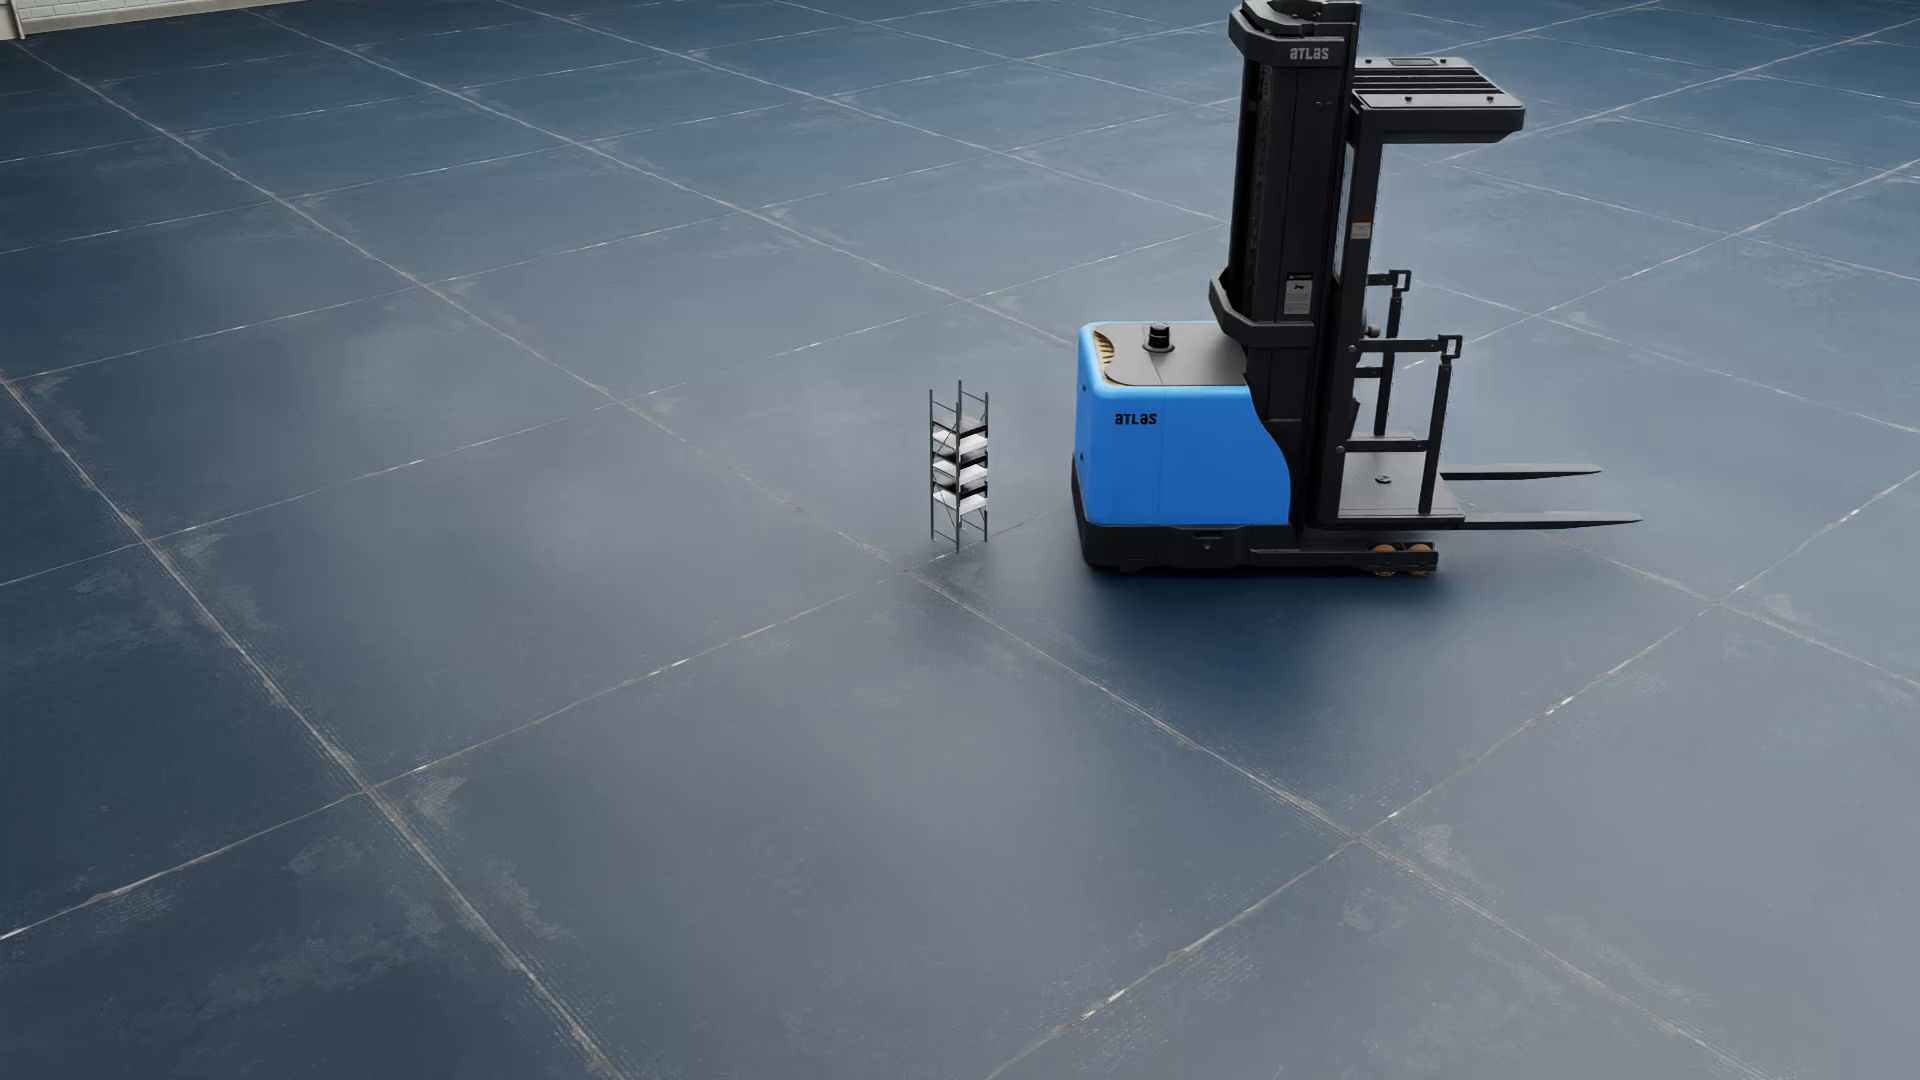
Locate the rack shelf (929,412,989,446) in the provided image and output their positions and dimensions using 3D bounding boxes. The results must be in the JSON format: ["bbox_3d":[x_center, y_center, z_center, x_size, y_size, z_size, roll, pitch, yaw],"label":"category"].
[{"bbox_3d":[-0.006,-0.603,8.922,0.200,0.077,0.258,-22,35,-35],"label":"rack shelf"}]

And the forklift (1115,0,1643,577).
[{"bbox_3d":[2.217,-1.320,8.679,2.937,2.867,1.118,-1,28,-1],"label":"forklift"}]

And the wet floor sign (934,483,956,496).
[{"bbox_3d":[-5.787,-1.460,11.297,9.326,0.644,8.976,-10,30,-18],"label":"wet floor sign"}]

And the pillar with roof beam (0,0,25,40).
[{"bbox_3d":[-9.389,-8.824,16.214,0.400,9.000,9.100,-22,35,-35],"label":"pillar with roof beam"}]

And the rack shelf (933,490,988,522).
[{"bbox_3d":[-0.006,-0.206,9.134,0.200,0.077,0.258,-22,35,-35],"label":"rack shelf"}]

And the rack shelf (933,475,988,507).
[{"bbox_3d":[-0.006,-0.286,9.091,0.200,0.077,0.258,-22,35,-35],"label":"rack shelf"}]

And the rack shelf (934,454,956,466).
[{"bbox_3d":[-0.006,-0.458,9.000,0.184,0.015,0.199,-22,35,-35],"label":"rack shelf"}]

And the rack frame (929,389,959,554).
[{"bbox_3d":[-0.084,-0.363,8.975,0.006,0.900,0.240,-22,35,-35],"label":"rack frame"}]

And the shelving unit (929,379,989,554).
[{"bbox_3d":[-0.006,-0.394,9.033,0.210,0.900,0.258,-22,35,-35],"label":"shelving unit"}]

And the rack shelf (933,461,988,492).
[{"bbox_3d":[-0.006,-0.365,9.049,0.200,0.077,0.258,-22,35,-35],"label":"rack shelf"}]

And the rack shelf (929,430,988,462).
[{"bbox_3d":[-0.006,-0.524,8.964,0.200,0.077,0.258,-22,35,-35],"label":"rack shelf"}]

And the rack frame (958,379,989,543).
[{"bbox_3d":[0.071,-0.426,9.091,0.006,0.900,0.240,-22,35,-35],"label":"rack frame"}]
